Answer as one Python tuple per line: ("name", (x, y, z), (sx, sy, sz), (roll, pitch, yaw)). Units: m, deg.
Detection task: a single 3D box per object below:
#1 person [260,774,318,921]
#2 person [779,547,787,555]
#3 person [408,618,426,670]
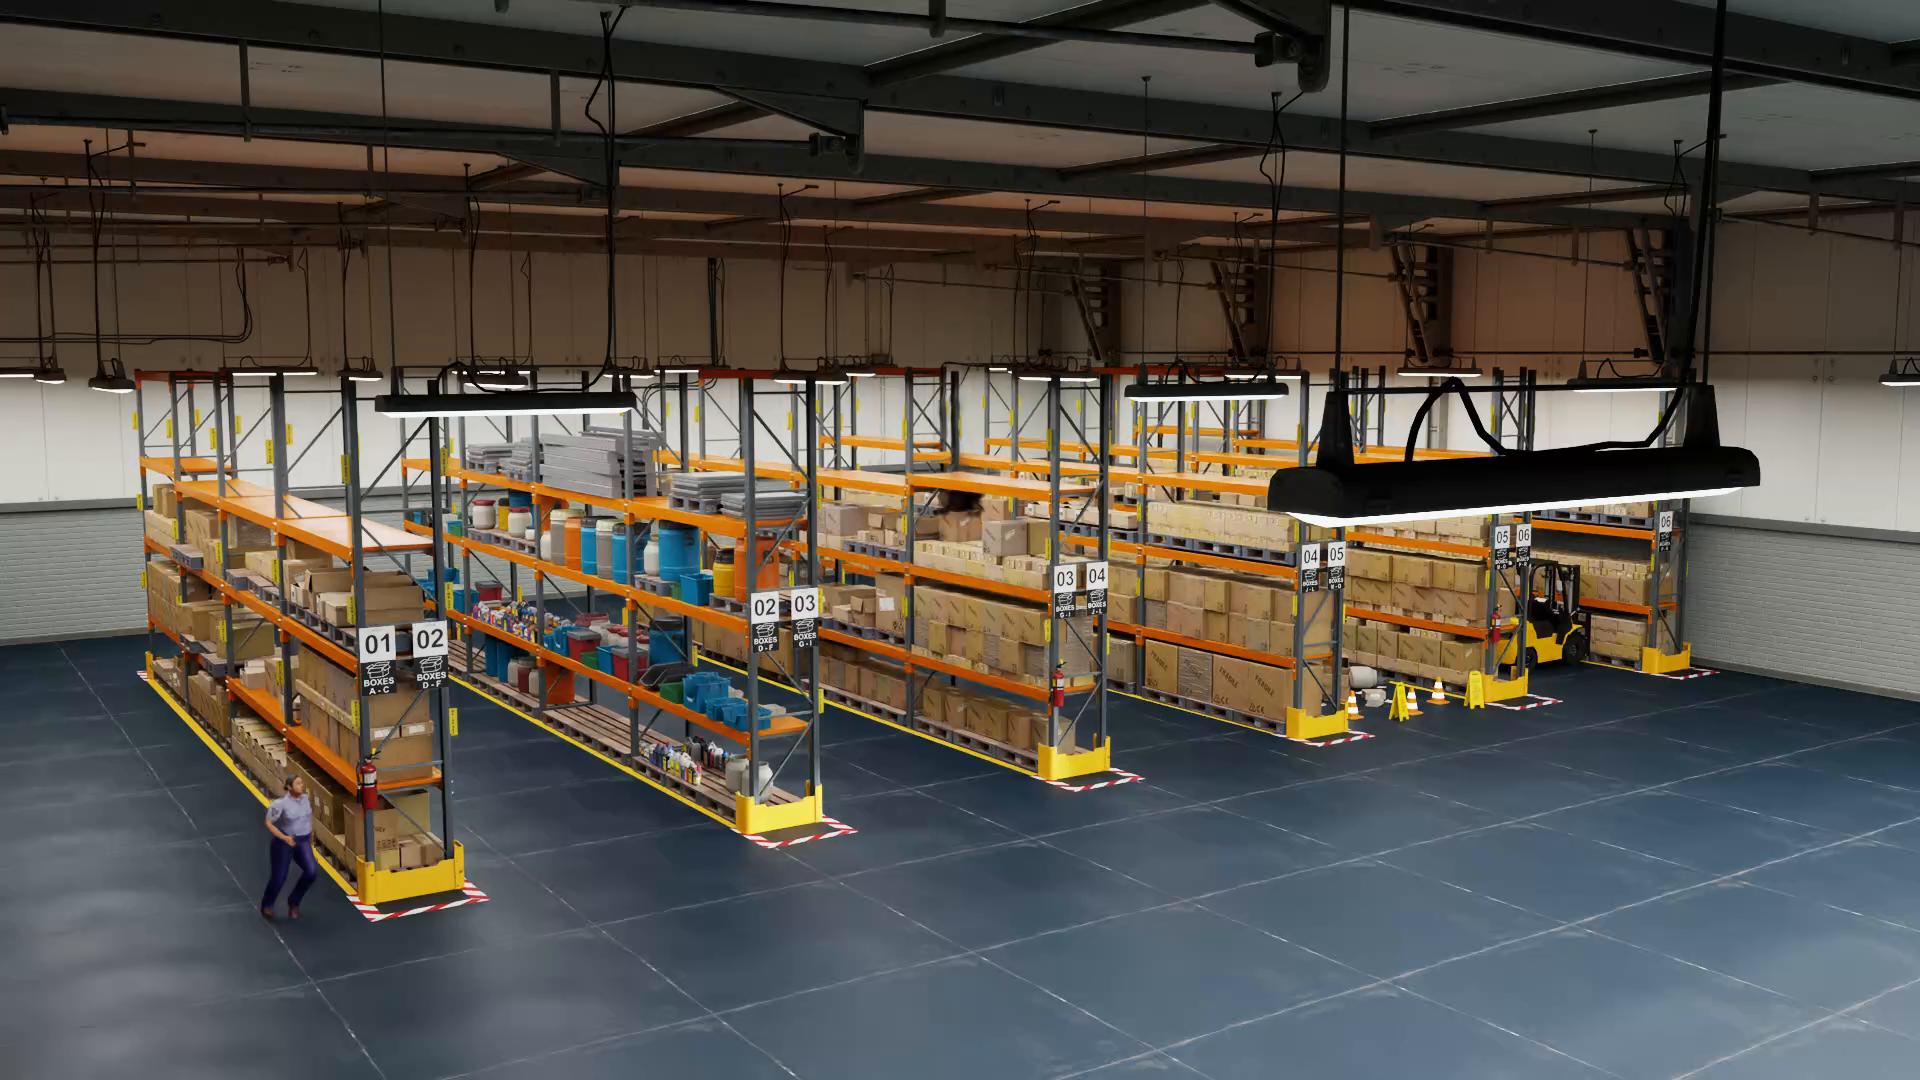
("person", (-7.473, 3.447, 18.682), (0.609, 1.626, 0.666), (5, 8, 36))
("person", (-4.252, 0.999, 39.769), (0.661, 1.732, 0.586), (-3, 7, -26))
("person", (-9.847, 2.076, 30.113), (0.706, 1.805, 0.846), (-5, 8, -39))
